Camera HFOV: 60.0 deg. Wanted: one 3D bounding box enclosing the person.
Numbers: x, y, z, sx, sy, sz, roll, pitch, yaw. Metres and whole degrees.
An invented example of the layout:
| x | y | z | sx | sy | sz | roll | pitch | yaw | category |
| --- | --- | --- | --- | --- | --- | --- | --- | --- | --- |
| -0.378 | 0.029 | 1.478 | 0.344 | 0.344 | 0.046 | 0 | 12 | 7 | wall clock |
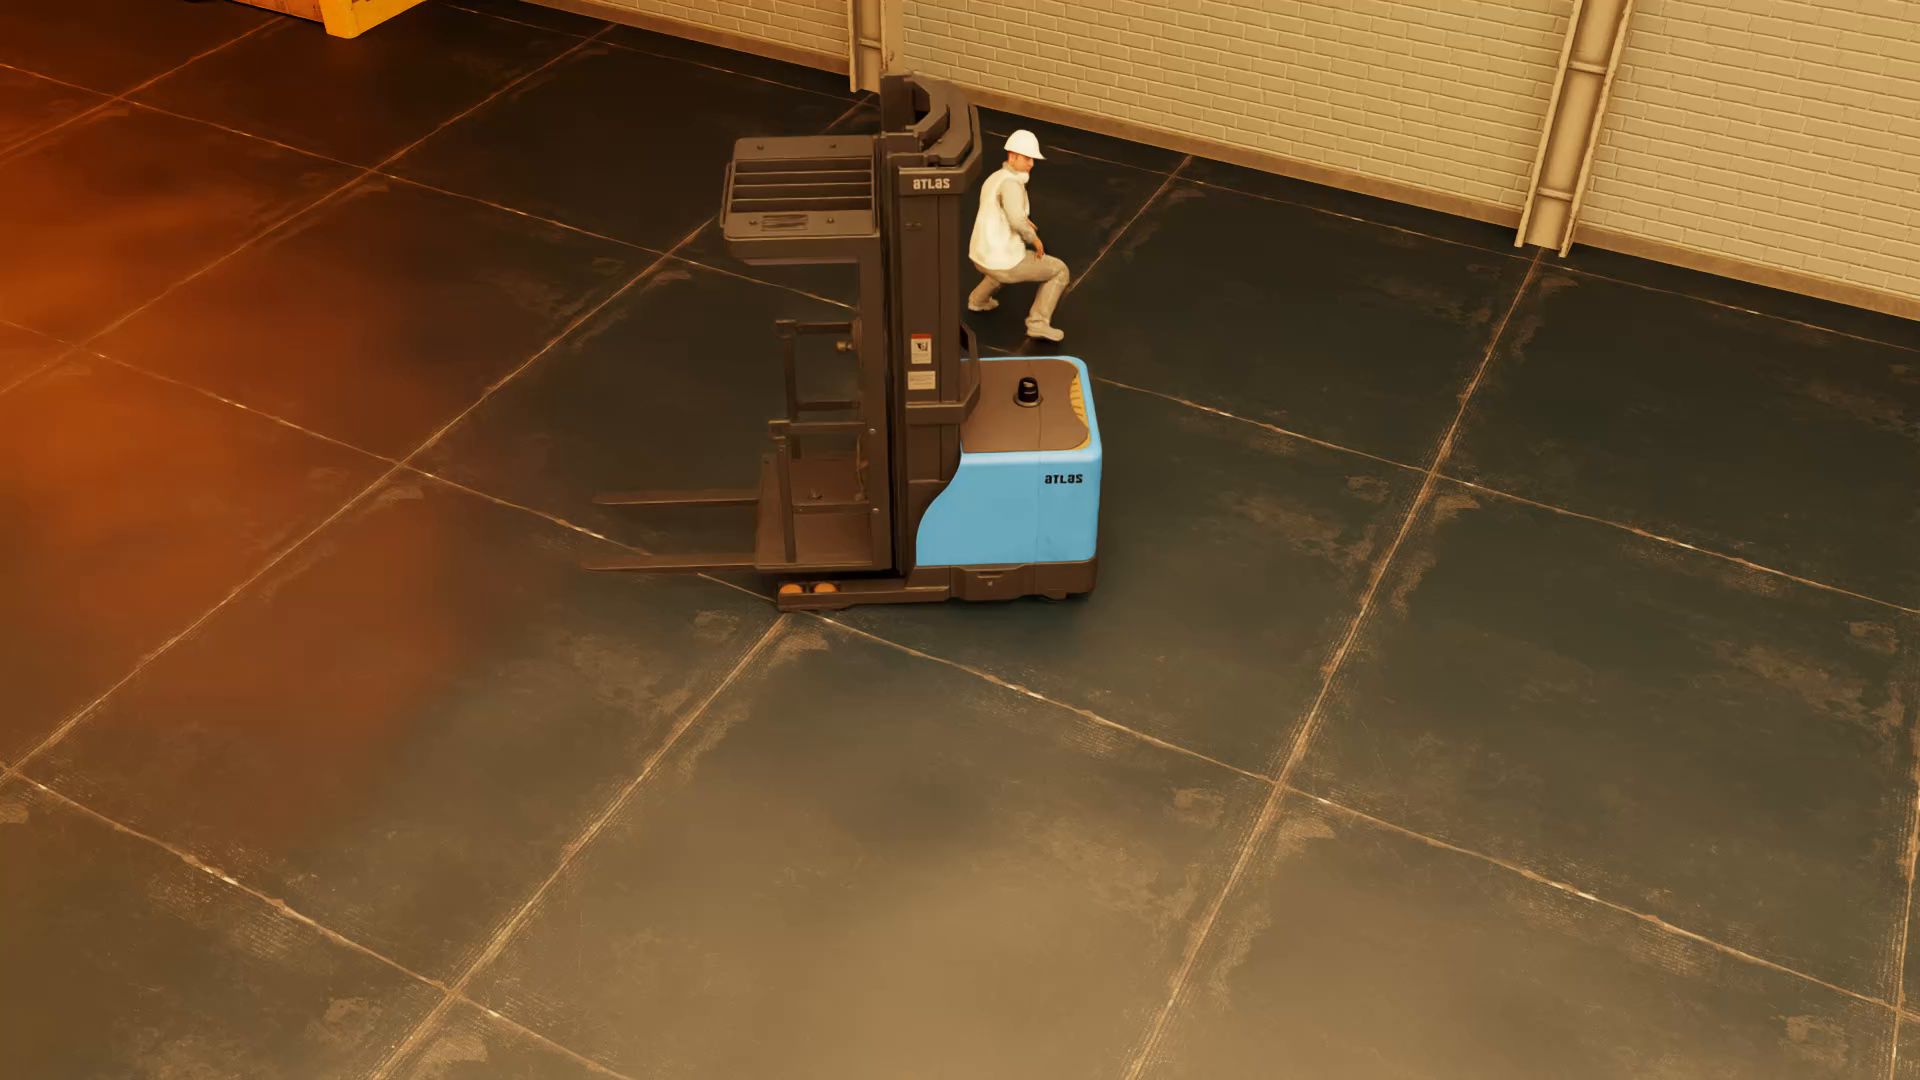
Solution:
| x | y | z | sx | sy | sz | roll | pitch | yaw | category |
| --- | --- | --- | --- | --- | --- | --- | --- | --- | --- |
| 0.376 | -2.095 | 11.627 | 0.691 | 1.545 | 0.881 | -17 | 43 | -20 | person |

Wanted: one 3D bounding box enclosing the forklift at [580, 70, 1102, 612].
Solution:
| x | y | z | sx | sy | sz | roll | pitch | yaw | category |
| --- | --- | --- | --- | --- | --- | --- | --- | --- | --- |
| -0.729 | -1.048 | 9.231 | 3.031 | 2.935 | 1.130 | -2 | 40 | -2 | forklift |
